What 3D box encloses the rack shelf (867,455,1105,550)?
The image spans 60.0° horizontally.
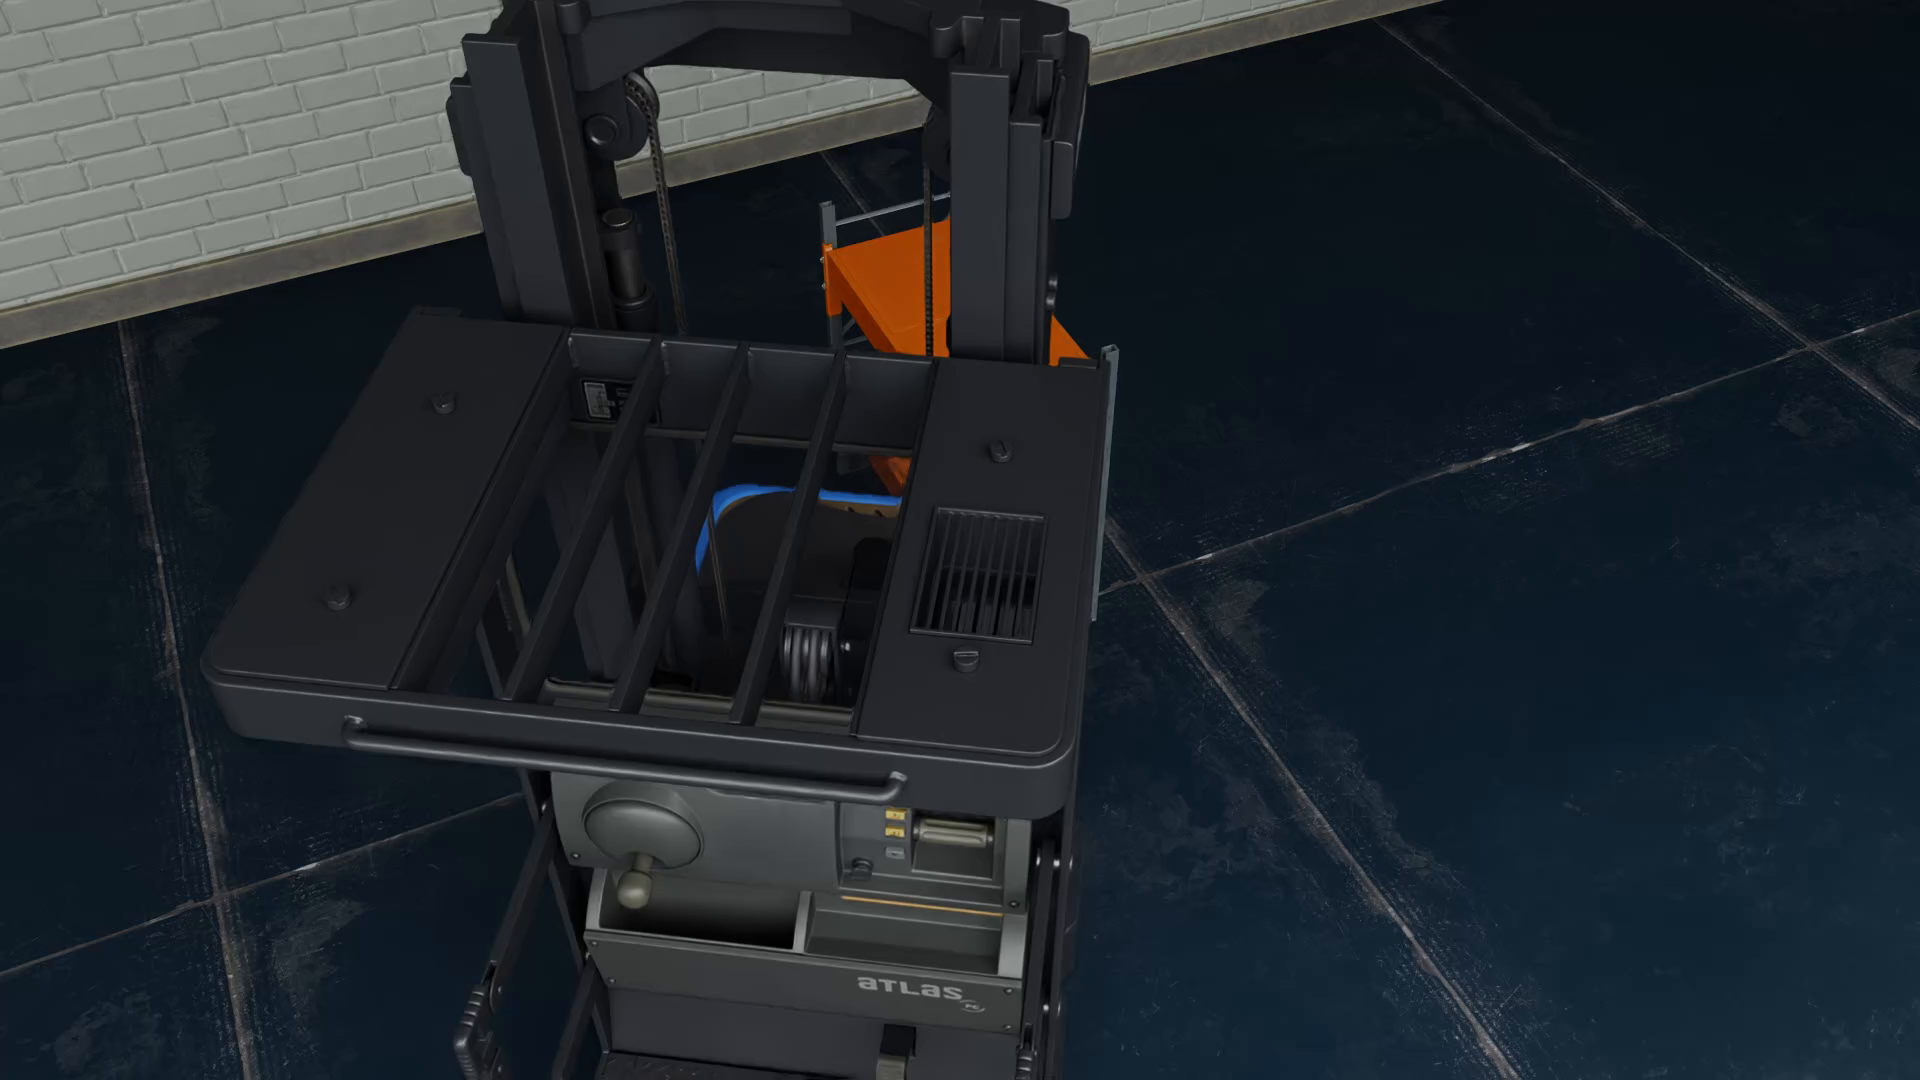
[{"bbox_3d":[0.003,-0.222,5.522,0.538,0.278,1.000,-18,47,-17],"label":"rack shelf"}]

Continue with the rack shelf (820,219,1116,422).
[{"bbox_3d":[0.003,-0.604,5.145,0.538,0.278,1.000,-18,47,-17],"label":"rack shelf"}]

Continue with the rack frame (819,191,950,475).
[{"bbox_3d":[-0.211,-0.720,5.679,0.500,1.125,0.032,-18,47,-17],"label":"rack frame"}]

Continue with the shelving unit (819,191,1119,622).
[{"bbox_3d":[0.003,-0.396,5.351,0.538,1.125,1.048,-18,47,-17],"label":"shelving unit"}]

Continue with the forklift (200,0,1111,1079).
[{"bbox_3d":[-0.350,0.628,3.026,1.130,2.935,3.031,5,45,5],"label":"forklift"}]

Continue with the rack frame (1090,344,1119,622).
[{"bbox_3d":[0.217,-0.072,5.022,0.500,1.125,0.032,-18,47,-17],"label":"rack frame"}]
